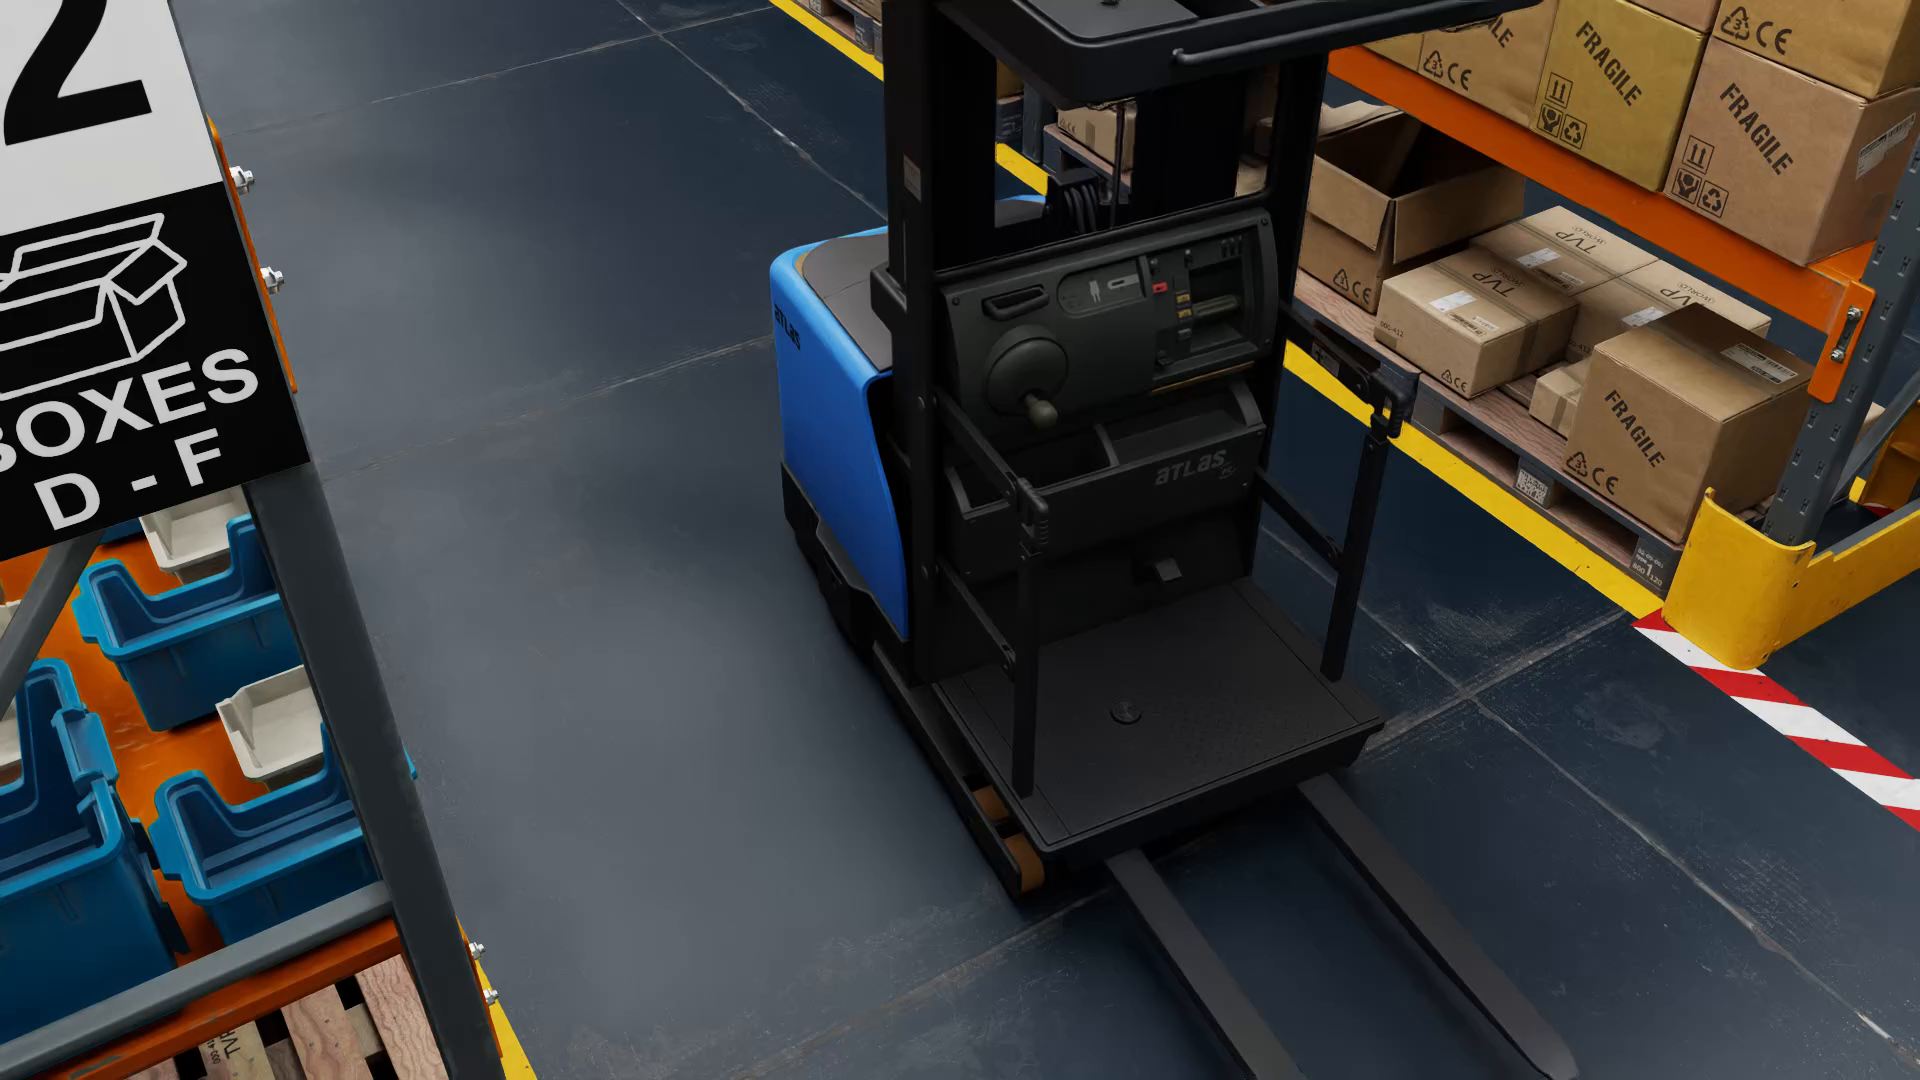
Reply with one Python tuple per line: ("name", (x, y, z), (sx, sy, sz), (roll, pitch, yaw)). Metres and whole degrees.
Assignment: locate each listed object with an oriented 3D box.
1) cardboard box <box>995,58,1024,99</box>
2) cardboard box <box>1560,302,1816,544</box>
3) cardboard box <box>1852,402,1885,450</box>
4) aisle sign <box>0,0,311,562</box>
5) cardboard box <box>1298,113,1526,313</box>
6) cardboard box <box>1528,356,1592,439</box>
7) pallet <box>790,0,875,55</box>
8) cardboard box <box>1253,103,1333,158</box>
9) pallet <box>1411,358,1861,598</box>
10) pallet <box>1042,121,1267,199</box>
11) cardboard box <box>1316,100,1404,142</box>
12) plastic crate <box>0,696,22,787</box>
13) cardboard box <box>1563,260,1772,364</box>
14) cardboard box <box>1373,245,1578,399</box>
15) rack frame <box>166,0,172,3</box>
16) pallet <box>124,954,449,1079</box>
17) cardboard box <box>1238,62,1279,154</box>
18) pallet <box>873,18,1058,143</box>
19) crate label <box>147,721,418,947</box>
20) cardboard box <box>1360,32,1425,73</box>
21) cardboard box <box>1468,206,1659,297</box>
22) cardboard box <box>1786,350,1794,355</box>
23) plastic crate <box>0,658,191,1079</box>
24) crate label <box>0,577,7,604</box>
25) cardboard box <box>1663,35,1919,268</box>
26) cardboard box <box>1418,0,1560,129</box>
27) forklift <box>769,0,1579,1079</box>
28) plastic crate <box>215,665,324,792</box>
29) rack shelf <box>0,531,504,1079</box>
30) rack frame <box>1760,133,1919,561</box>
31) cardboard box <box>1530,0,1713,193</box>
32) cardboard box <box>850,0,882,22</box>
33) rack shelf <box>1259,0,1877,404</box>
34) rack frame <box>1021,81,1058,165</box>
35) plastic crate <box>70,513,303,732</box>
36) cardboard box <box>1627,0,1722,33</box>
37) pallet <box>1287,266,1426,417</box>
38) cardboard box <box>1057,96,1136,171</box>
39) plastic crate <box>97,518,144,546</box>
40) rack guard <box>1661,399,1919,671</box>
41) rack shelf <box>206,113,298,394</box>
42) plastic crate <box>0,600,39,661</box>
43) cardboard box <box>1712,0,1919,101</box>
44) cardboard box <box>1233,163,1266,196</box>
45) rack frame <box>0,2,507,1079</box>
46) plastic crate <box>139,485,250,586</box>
("cardboard box", (0.241, -2.511, 8.029), (0.500, 0.500, 0.500), (-22, 45, -25))
("cardboard box", (2.398, -0.393, 5.488), (0.500, 0.500, 0.500), (-22, 45, -24))
("cardboard box", (2.963, -0.394, 5.763), (0.380, 0.149, 0.250), (-22, 45, -24))
("aisle sign", (-0.991, -0.335, 1.778), (0.394, 0.787, 0.004), (-22, 45, -24))
("cardboard box", (1.762, -1.332, 6.612), (0.797, 0.503, 0.637), (-22, 45, -24))
("cardboard box", (2.256, -0.515, 5.894), (0.380, 0.166, 0.250), (-22, 45, -24))
("pallet", (-0.382, -3.149, 9.364), (1.003, 0.211, 1.213), (-22, 45, -24))
("cardboard box", (1.545, -1.817, 7.471), (0.380, 0.149, 0.250), (-22, 45, -24))
("pallet", (2.428, -0.375, 6.036), (1.003, 0.211, 1.213), (-22, 45, -24))
("pallet", (1.116, -1.692, 7.616), (1.003, 0.211, 1.213), (-22, 45, -24))
("cardboard box", (1.696, -1.656, 7.151), (0.500, 0.311, 0.500), (-22, 45, -24))
("plastic crate", (-1.871, 0.428, 3.053), (0.396, 0.136, 0.243), (-22, 45, -24))
("cardboard box", (2.576, -0.749, 6.110), (0.500, 0.250, 0.500), (-22, 45, -24))
("cardboard box", (1.913, -0.820, 6.195), (0.500, 0.250, 0.500), (-22, 45, -24))
("rack frame", (-1.280, -1.577, 0.614), (1.000, 3.000, 0.127), (-22, 45, -24))
("pallet", (-1.691, 1.340, 3.977), (1.003, 0.211, 1.213), (-22, 45, -24))
("cardboard box", (1.293, -2.134, 7.576), (0.500, 0.500, 0.500), (-22, 45, -24))
("pallet", (0.278, -2.489, 8.573), (1.003, 0.211, 1.213), (-22, 45, -24))
("crate label", (-1.135, 0.522, 2.864), (0.416, 0.233, 0.303), (-22, 45, -24))
("cardboard box", (1.612, -1.984, 5.710), (0.500, 0.500, 0.500), (-23, 45, -25))
("cardboard box", (2.308, -1.019, 6.434), (0.500, 0.250, 0.500), (-22, 45, -24))
("cardboard box", (2.829, -0.536, 5.919), (0.380, 0.166, 0.250), (-22, 45, -24))
("plastic crate", (-1.617, 0.574, 2.643), (0.616, 0.435, 0.499), (-22, 45, -24))
("crate label", (-2.185, 0.124, 3.417), (0.396, 0.136, 0.243), (-22, 45, -24))
("cardboard box", (2.428, -1.162, 4.723), (0.500, 0.500, 0.500), (-21, 44, -23))
("cardboard box", (1.883, -1.712, 5.384), (0.500, 0.500, 0.500), (-22, 45, -24))
("forklift", (0.492, -0.478, 4.034), (1.130, 2.935, 3.031), (-17, 43, -20))
("plastic crate", (-1.238, 0.357, 3.137), (0.250, 0.136, 0.298), (-22, 45, -24))
("rack shelf", (-2.355, -0.076, 4.060), (1.077, 0.370, 4.000), (-22, 45, -24))
("rack frame", (2.898, -0.976, 4.578), (1.000, 3.000, 0.127), (-22, 45, -24))
("cardboard box", (2.146, -1.441, 5.058), (0.500, 0.500, 0.500), (-22, 45, -24))
("cardboard box", (-0.287, -3.052, 8.678), (0.500, 0.500, 0.500), (-22, 44, -24))
("rack shelf", (1.823, -1.779, 6.104), (1.077, 0.370, 4.000), (-22, 45, -24))
("rack frame", (0.748, -3.135, 7.169), (1.000, 3.000, 0.127), (-22, 45, -24))
("plastic crate", (-1.489, 0.167, 3.291), (0.416, 0.233, 0.300), (-22, 45, -24))
("cardboard box", (2.155, -1.816, 4.727), (0.500, 0.500, 0.500), (-21, 44, -23))
("pallet", (1.776, -1.033, 6.825), (1.003, 0.211, 1.213), (-22, 45, -24))
("cardboard box", (0.791, -1.970, 7.527), (0.500, 0.311, 0.500), (-22, 45, -24))
("plastic crate", (-1.843, -0.189, 3.717), (0.416, 0.233, 0.300), (-22, 45, -24))
("rack guard", (2.858, -0.056, 5.427), (1.175, 0.500, 0.348), (-22, 45, -24))
("rack shelf", (-2.355, -1.228, 3.100), (1.077, 0.370, 4.000), (-22, 45, -24))
("plastic crate", (-2.015, 0.266, 3.246), (0.396, 0.136, 0.243), (-22, 45, -24))
("cardboard box", (2.427, -1.544, 4.400), (0.500, 0.500, 0.500), (-23, 45, -25))
("cardboard box", (1.264, -1.451, 7.018), (0.380, 0.166, 0.250), (-22, 45, -24))
("rack frame", (-1.280, 0.727, 2.534), (1.000, 3.000, 0.127), (-22, 45, -24))
("plastic crate", (-1.603, -0.009, 3.577), (0.250, 0.136, 0.298), (-22, 45, -24))
